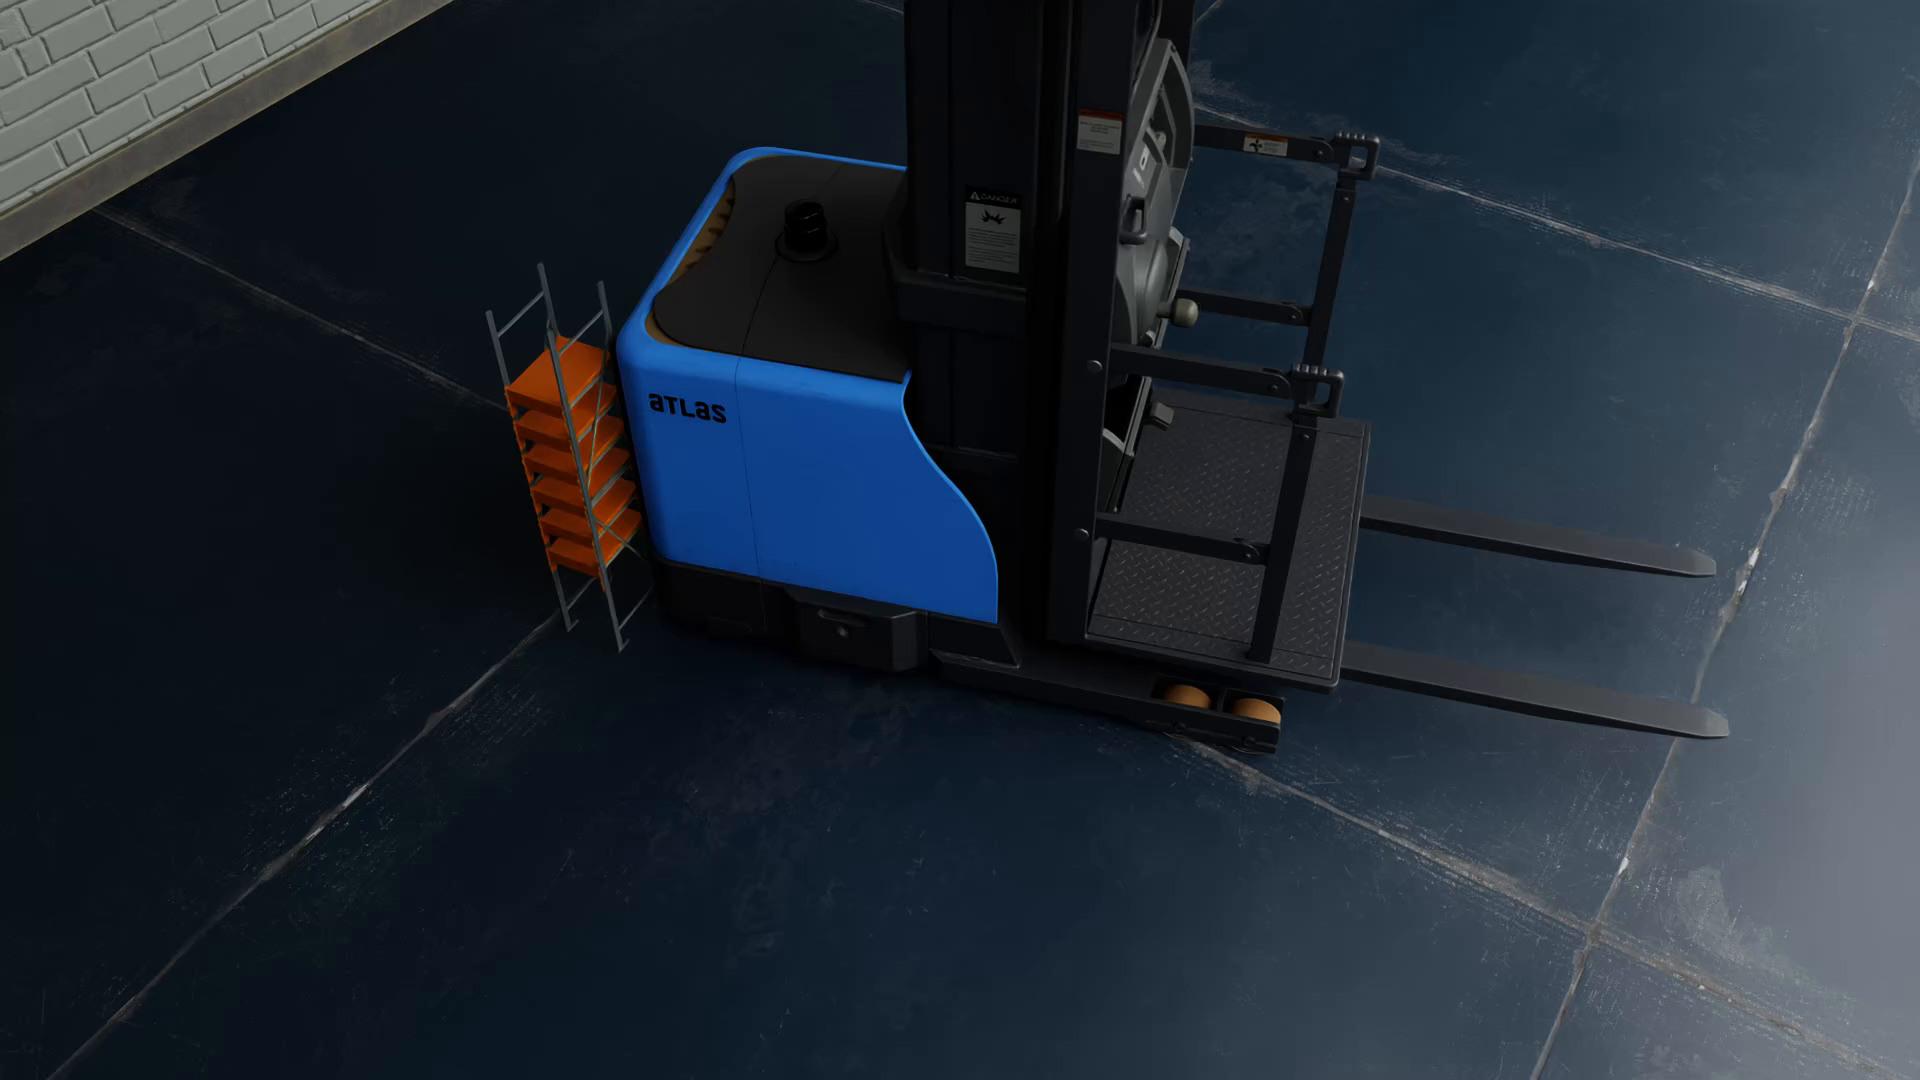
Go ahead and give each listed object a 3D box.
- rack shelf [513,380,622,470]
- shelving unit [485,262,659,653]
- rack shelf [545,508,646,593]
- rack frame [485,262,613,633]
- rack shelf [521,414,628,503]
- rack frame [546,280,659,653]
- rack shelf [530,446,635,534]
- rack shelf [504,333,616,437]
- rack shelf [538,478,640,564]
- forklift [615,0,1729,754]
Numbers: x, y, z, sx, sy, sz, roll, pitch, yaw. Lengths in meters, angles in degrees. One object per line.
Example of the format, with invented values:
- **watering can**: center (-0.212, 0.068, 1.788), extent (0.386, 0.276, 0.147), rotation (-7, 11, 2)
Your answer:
- **rack shelf**: center (-1.042, -0.327, 4.459), extent (0.180, 0.103, 0.258), rotation (19, 49, 17)
- **shelving unit**: center (-1.042, -0.191, 4.599), extent (0.189, 1.200, 0.258), rotation (19, 49, 17)
- **rack shelf**: center (-1.042, 0.007, 4.803), extent (0.180, 0.103, 0.258), rotation (19, 49, 17)
- **rack frame**: center (-1.125, -0.219, 4.626), extent (0.006, 1.200, 0.240), rotation (19, 49, 17)
- **rack shelf**: center (-1.042, -0.244, 4.545), extent (0.180, 0.103, 0.258), rotation (19, 49, 17)
- **rack frame**: center (-0.959, -0.163, 4.572), extent (0.006, 1.200, 0.240), rotation (19, 49, 17)
- **rack shelf**: center (-1.042, -0.160, 4.631), extent (0.180, 0.103, 0.258), rotation (19, 49, 17)
- **rack shelf**: center (-1.042, -0.411, 4.373), extent (0.180, 0.103, 0.258), rotation (19, 49, 17)
- **rack shelf**: center (-1.042, -0.076, 4.717), extent (0.180, 0.103, 0.258), rotation (19, 49, 17)
- **forklift**: center (0.668, -0.846, 4.028), extent (3.031, 2.935, 1.130), rotation (11, 47, 10)
